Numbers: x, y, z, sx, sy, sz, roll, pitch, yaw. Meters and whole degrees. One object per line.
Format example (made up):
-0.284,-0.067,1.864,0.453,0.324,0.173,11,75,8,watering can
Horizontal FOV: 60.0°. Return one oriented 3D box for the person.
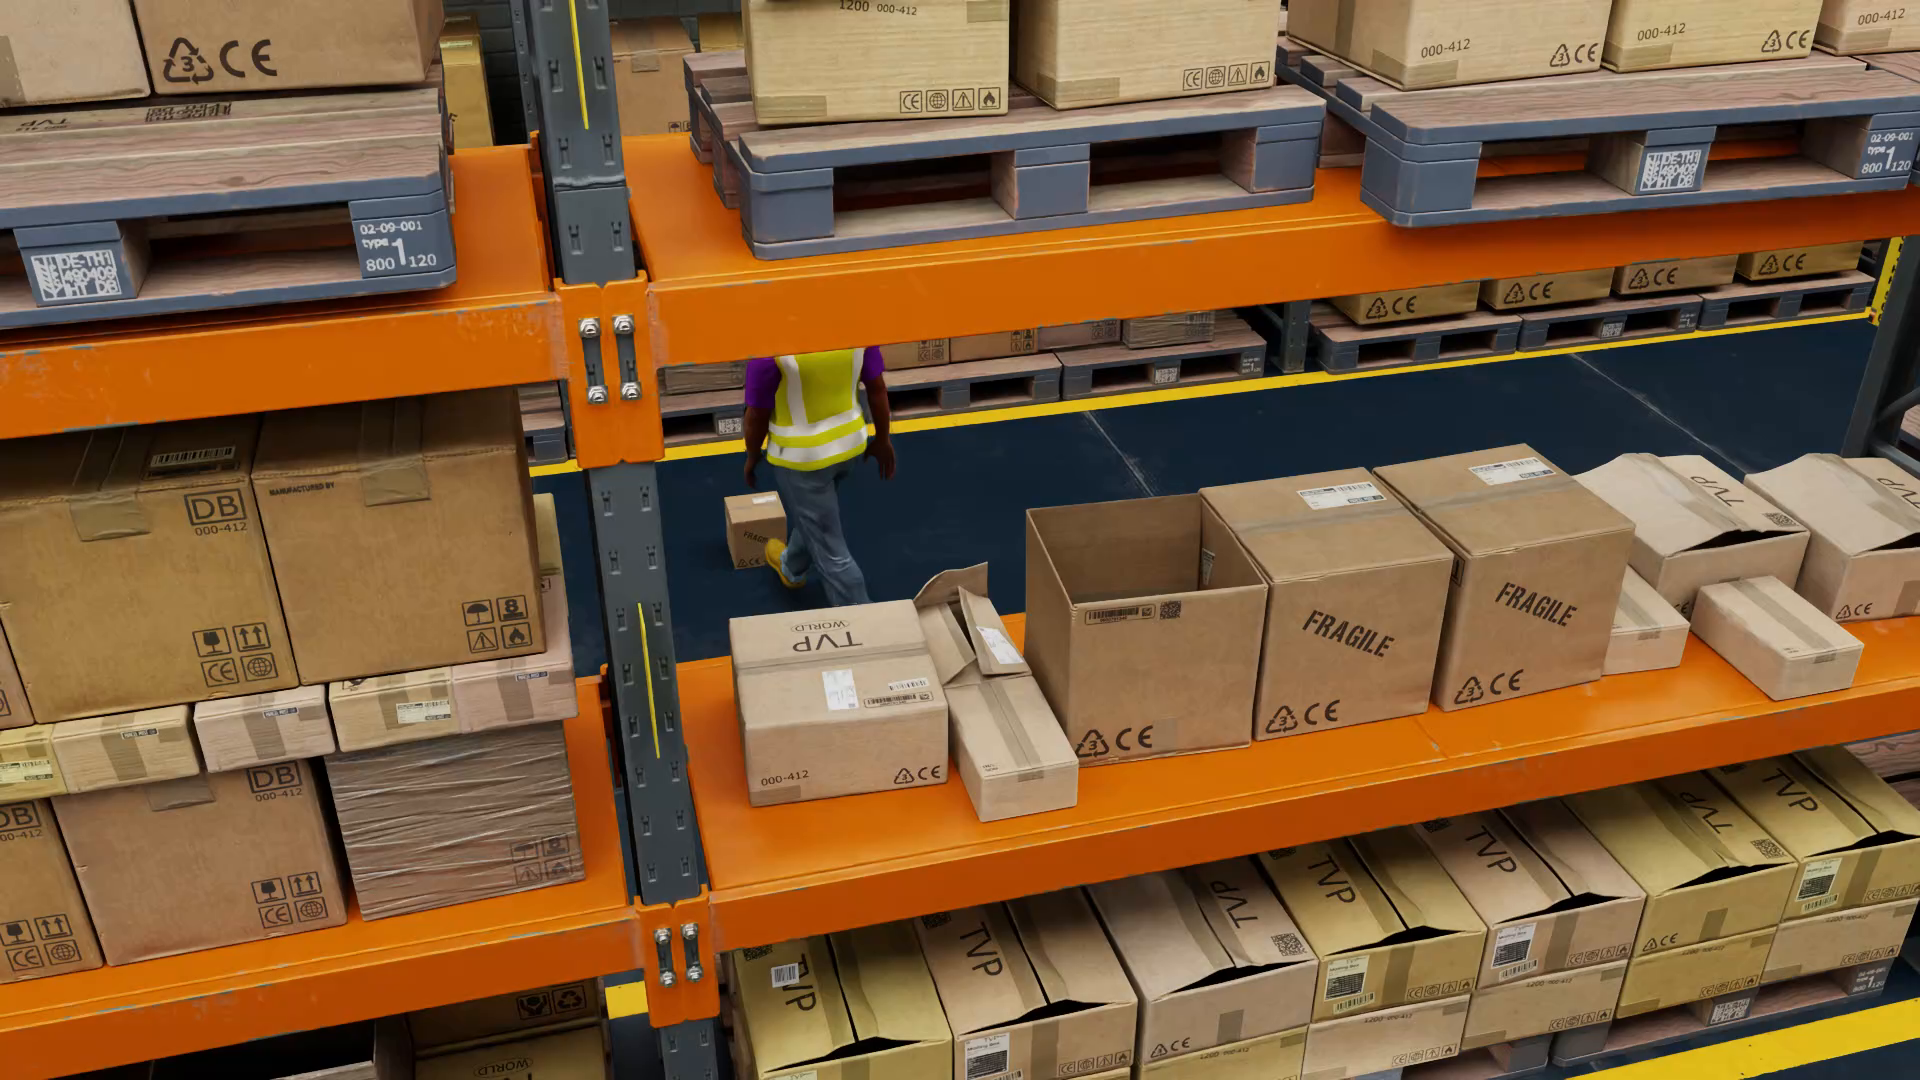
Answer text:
-0.662,-0.414,6.785,0.583,1.725,0.939,-26,39,-37,person
